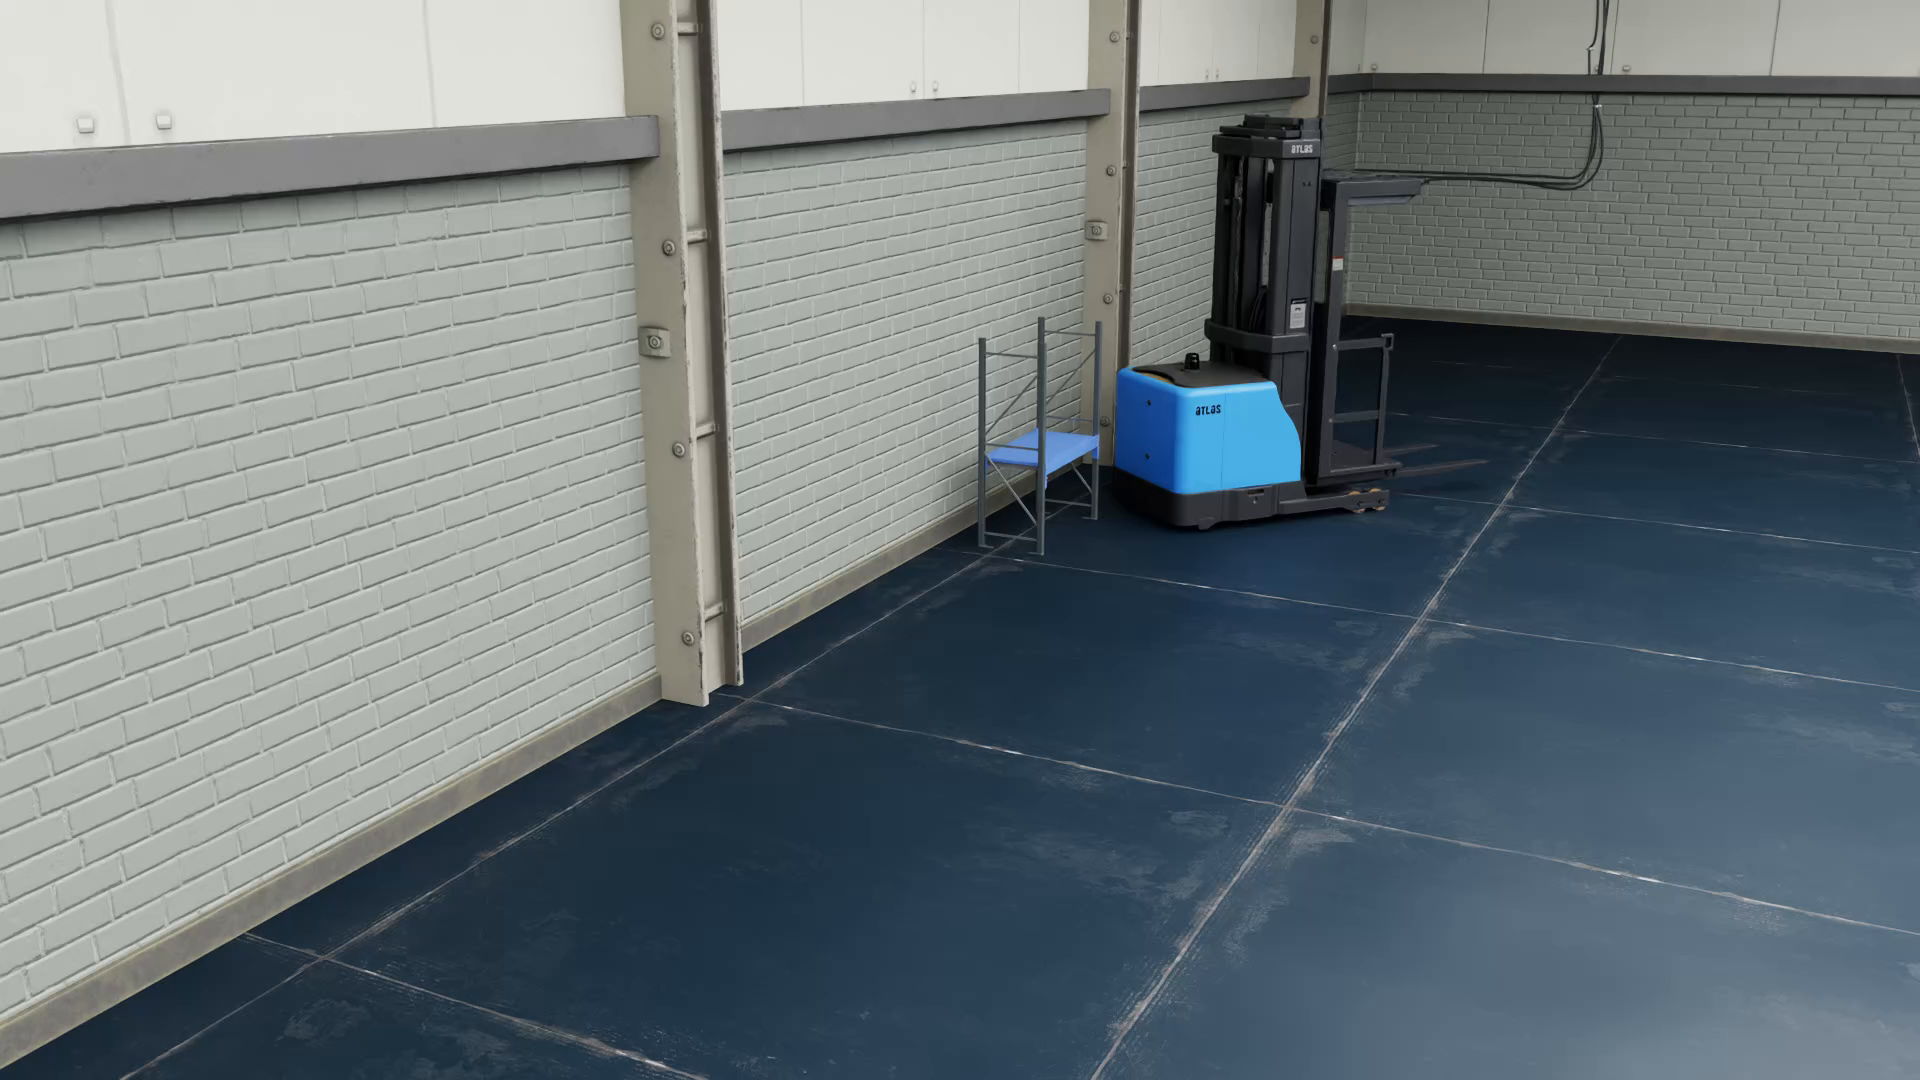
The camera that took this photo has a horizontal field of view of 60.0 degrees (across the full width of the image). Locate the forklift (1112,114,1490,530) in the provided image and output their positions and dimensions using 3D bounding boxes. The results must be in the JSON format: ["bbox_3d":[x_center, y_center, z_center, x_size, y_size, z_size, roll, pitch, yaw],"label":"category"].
[{"bbox_3d":[2.747,-1.738,12.727,3.031,2.935,1.130,-7,18,-23],"label":"forklift"}]

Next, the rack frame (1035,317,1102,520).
[{"bbox_3d":[0.808,-0.903,12.431,0.500,1.500,0.032,8,18,25],"label":"rack frame"}]

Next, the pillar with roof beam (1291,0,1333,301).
[{"bbox_3d":[7.777,-5.990,16.388,9.100,9.000,0.400,8,18,25],"label":"pillar with roof beam"}]

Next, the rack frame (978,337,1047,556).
[{"bbox_3d":[0.359,-0.644,11.557,0.500,1.500,0.032,8,18,25],"label":"rack frame"}]

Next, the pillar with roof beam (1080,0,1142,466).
[{"bbox_3d":[5.096,-4.462,11.243,9.100,9.000,0.400,8,18,25],"label":"pillar with roof beam"}]

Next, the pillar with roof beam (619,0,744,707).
[{"bbox_3d":[2.415,-2.934,6.097,9.100,9.000,0.400,8,18,25],"label":"pillar with roof beam"}]

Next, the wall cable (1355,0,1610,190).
[{"bbox_3d":[6.425,-5.632,20.634,3.097,2.526,0.112,8,18,25],"label":"wall cable"}]

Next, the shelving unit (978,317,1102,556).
[{"bbox_3d":[0.584,-0.773,11.994,0.538,1.500,1.048,8,18,25],"label":"shelving unit"}]

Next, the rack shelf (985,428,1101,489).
[{"bbox_3d":[0.584,-0.601,12.046,0.538,0.185,1.000,8,18,25],"label":"rack shelf"}]
